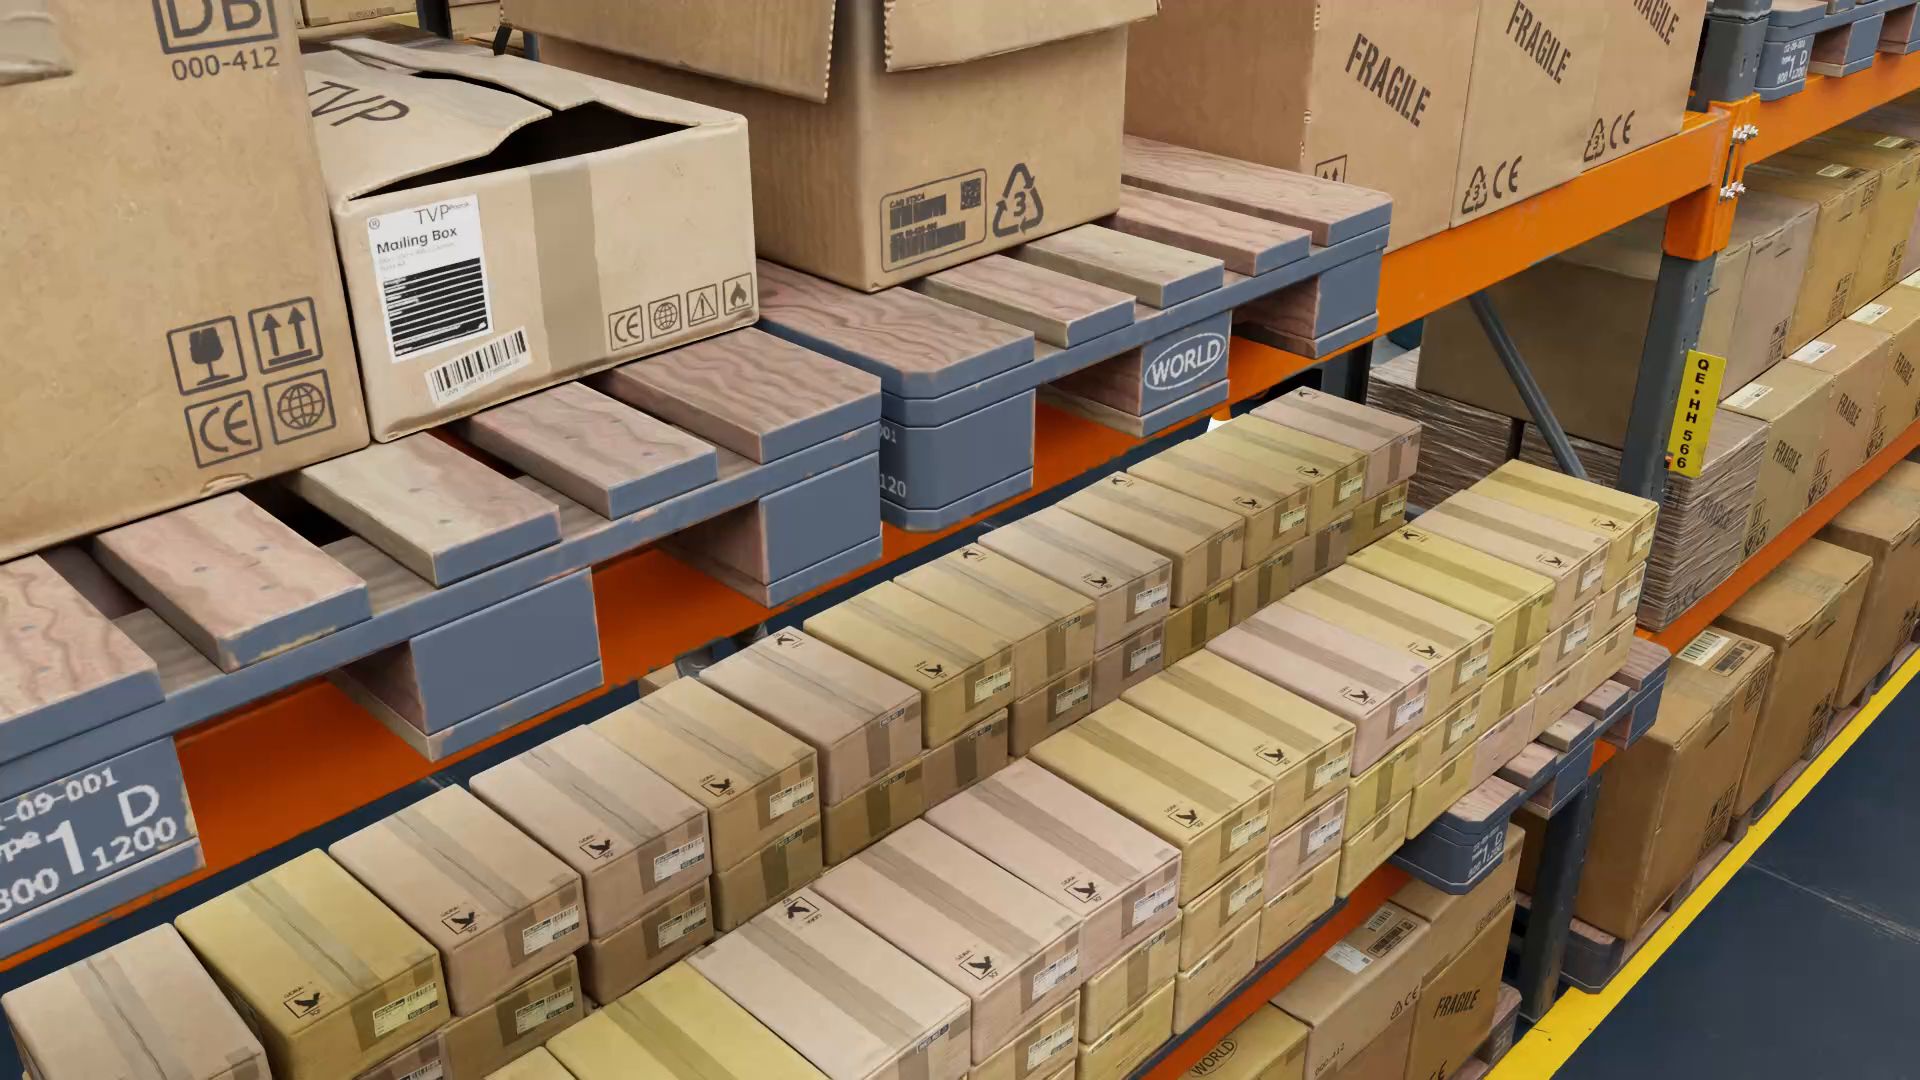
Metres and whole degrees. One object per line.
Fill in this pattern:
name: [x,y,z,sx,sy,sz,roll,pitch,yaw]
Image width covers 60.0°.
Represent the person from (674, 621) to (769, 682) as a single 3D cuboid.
person: [-0.913,0.036,6.034,0.461,1.759,0.631,22,35,36]
